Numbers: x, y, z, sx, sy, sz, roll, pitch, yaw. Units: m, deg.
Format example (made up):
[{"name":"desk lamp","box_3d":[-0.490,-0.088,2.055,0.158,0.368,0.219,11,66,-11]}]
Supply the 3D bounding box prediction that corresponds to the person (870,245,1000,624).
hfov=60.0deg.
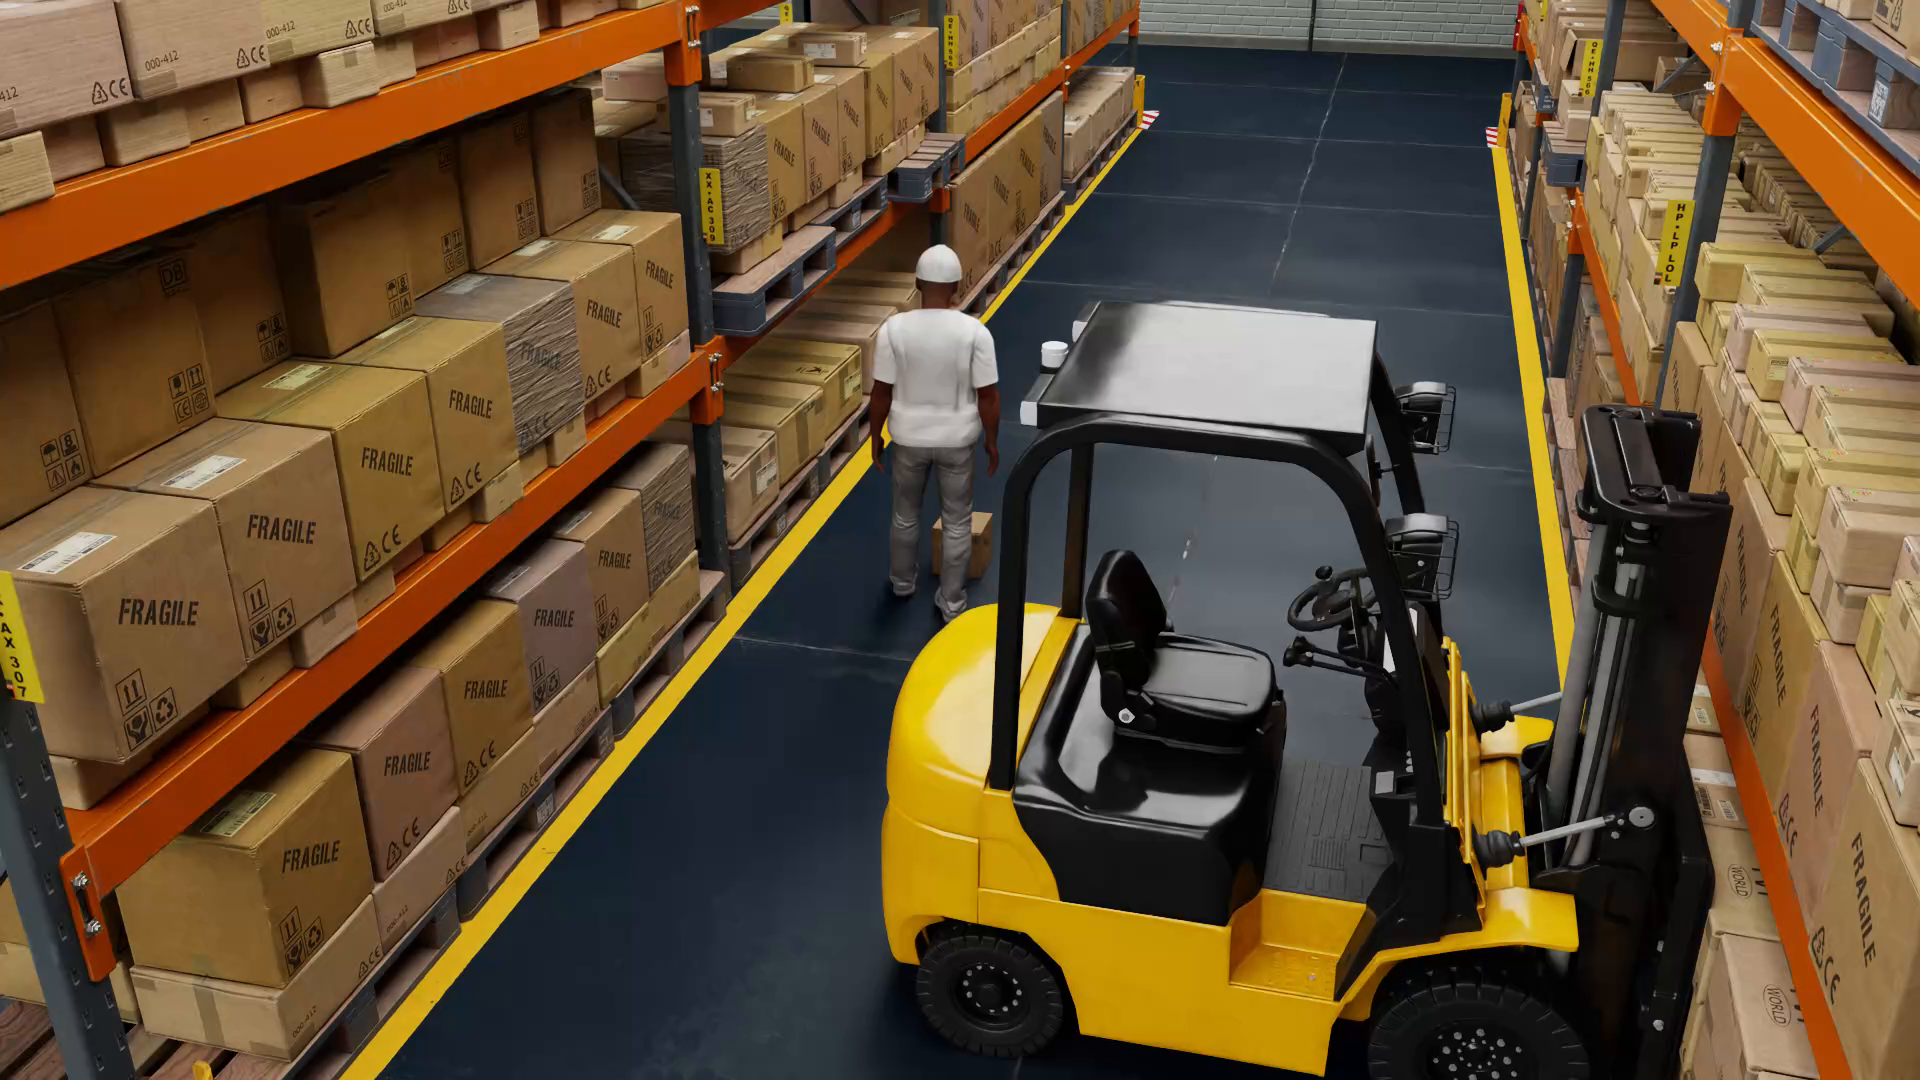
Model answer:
[{"name":"person","box_3d":[-0.102,-0.513,7.659,0.589,1.768,0.591,2,25,4]}]
